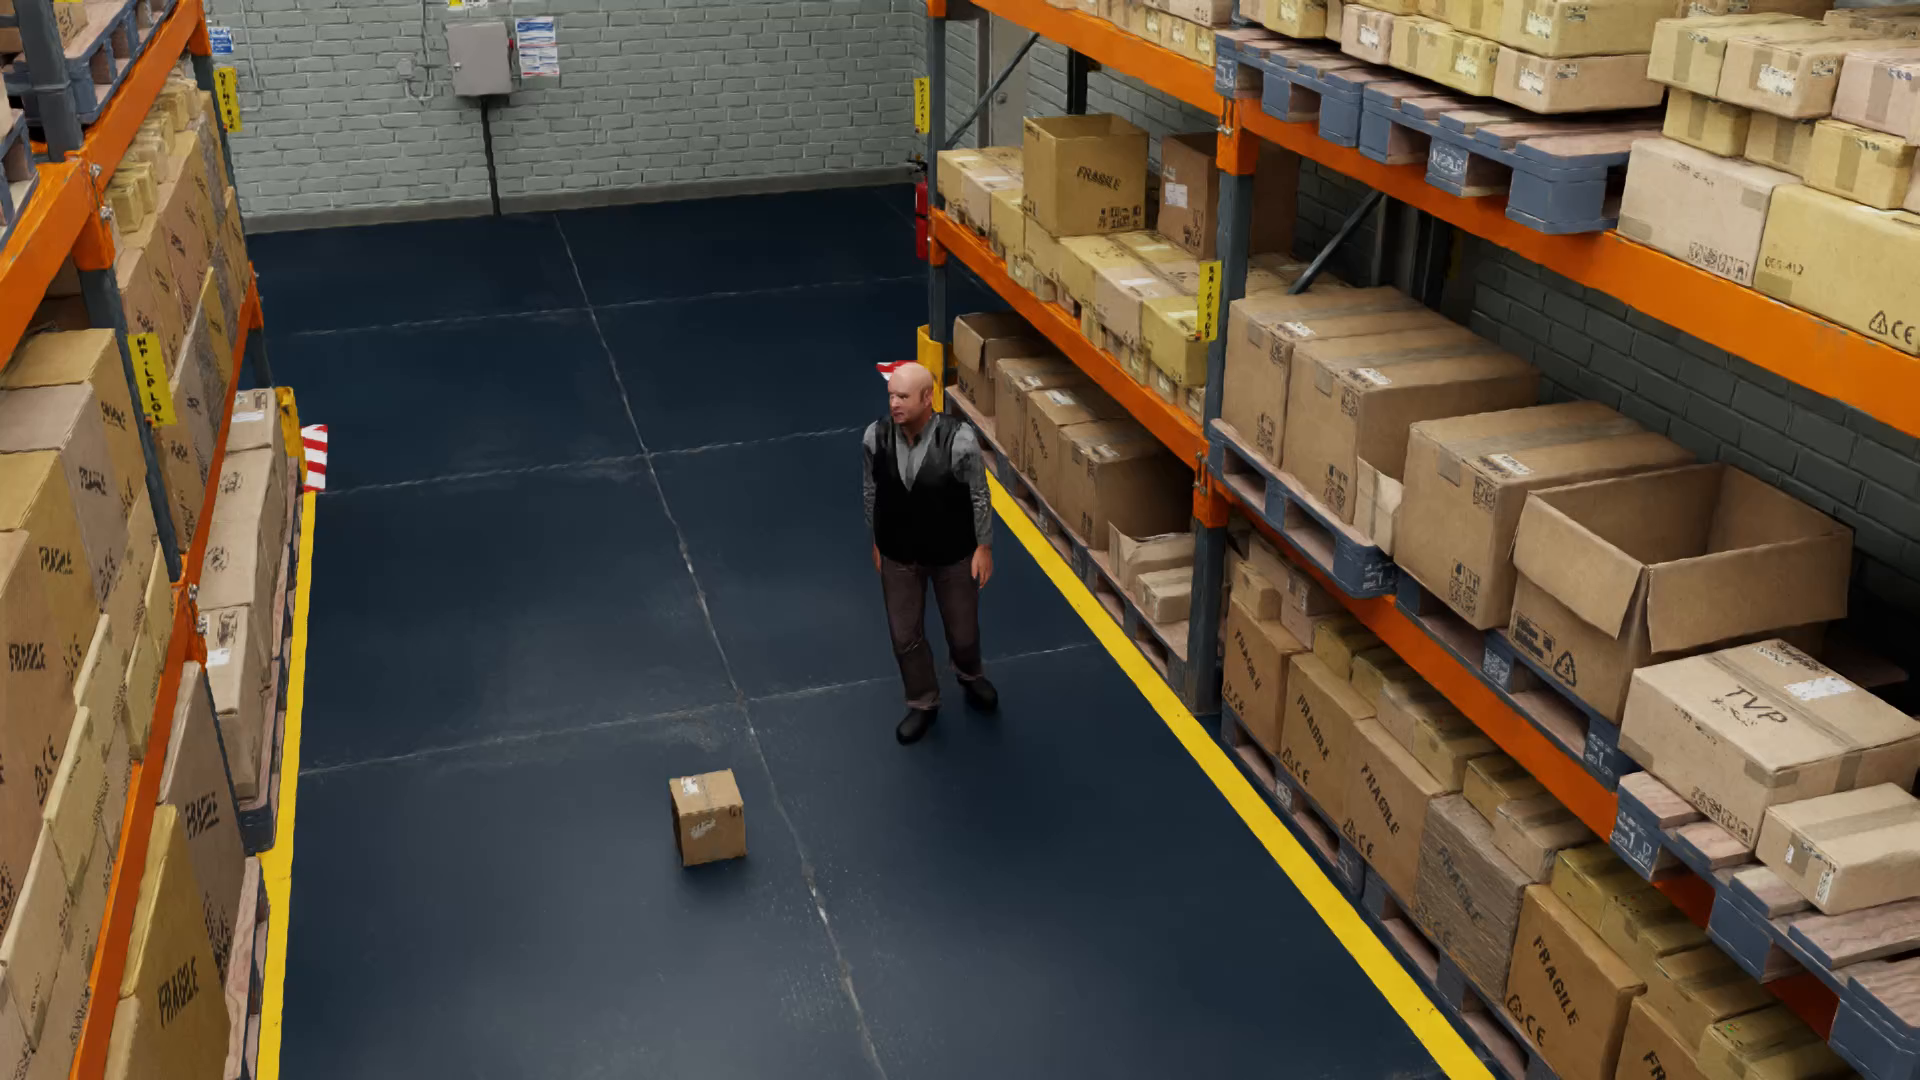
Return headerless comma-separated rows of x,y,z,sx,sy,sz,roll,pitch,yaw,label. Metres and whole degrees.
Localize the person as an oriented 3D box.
-0.124,0.019,7.105,0.569,1.712,0.543,6,27,13,person
